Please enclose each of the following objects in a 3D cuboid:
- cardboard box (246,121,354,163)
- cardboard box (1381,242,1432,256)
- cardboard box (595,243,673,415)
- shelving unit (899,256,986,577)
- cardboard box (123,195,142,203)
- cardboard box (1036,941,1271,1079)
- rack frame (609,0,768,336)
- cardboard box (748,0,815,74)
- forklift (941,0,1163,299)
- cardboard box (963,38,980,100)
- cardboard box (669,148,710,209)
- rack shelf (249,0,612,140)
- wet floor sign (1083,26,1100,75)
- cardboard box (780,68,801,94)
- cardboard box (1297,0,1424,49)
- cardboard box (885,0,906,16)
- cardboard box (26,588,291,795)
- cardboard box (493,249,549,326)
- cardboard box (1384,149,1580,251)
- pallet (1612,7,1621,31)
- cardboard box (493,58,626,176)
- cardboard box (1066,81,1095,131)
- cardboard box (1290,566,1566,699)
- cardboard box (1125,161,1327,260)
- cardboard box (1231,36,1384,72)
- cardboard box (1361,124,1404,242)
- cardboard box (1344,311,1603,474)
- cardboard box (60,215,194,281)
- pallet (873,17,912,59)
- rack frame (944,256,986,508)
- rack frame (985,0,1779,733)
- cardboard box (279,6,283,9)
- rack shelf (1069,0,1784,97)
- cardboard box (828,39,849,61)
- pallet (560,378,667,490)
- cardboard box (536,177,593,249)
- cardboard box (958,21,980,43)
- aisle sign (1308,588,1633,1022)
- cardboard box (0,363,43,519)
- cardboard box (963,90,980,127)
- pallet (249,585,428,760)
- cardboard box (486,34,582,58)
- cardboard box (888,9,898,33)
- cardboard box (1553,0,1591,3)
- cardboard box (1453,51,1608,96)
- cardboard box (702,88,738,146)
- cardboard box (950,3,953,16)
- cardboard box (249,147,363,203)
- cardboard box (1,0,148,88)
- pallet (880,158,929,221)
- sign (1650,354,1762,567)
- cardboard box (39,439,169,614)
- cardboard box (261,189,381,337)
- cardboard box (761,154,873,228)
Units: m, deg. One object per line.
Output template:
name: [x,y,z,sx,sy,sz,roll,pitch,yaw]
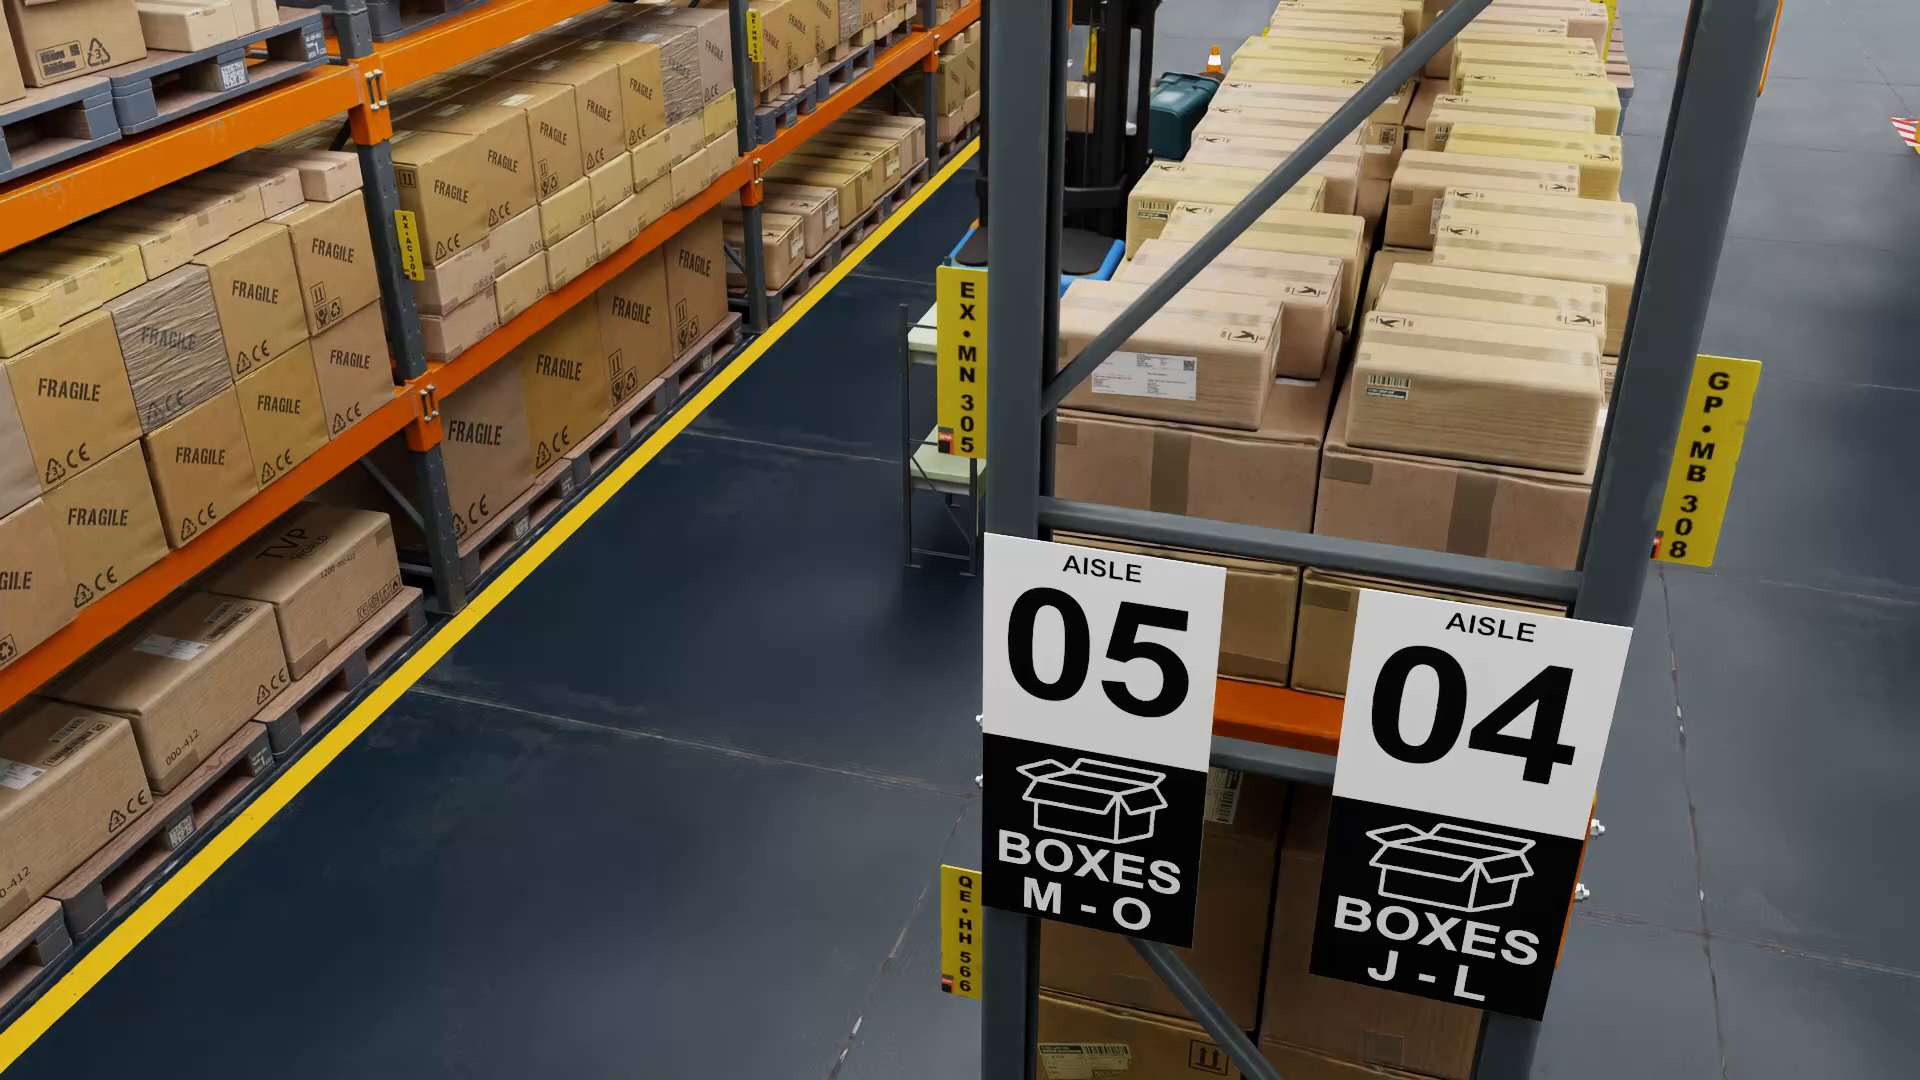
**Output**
cardboard box: [-3.160,-1.737,8.155,0.500,0.500,0.500,9,30,16]
cardboard box: [1.225,-0.601,3.799,0.500,0.250,0.500,9,30,15]
cardboard box: [-2.425,-1.403,10.441,0.875,0.875,0.875,9,30,15]
shelving unit: [0.002,-0.659,8.891,0.431,1.500,0.755,8,30,15]
cardboard box: [-3.487,-1.421,6.920,0.380,0.149,0.250,8,30,14]
cardboard box: [0.422,1.087,3.802,0.500,0.500,0.500,9,30,16]
rack frame: [-1.877,-2.871,11.326,1.000,3.000,0.127,8,30,15]
cardboard box: [-1.378,-3.648,11.881,0.500,0.500,0.500,10,31,17]
forklift: [0.728,-2.627,10.957,1.130,2.935,3.031,7,30,13]
cardboard box: [-0.126,-4.526,15.925,0.500,0.500,0.500,10,31,17]
cardboard box: [-1.912,-2.294,10.443,0.500,0.250,0.500,9,30,16]
rack shelf: [-2.464,-2.938,9.101,1.077,0.370,4.000,8,30,15]
wet floor sign: [1.550,-5.496,18.466,0.267,0.644,0.232,20,35,32]
cardboard box: [-1.365,-3.317,11.953,0.380,0.149,0.250,7,30,12]
cardboard box: [1.262,-1.644,5.264,0.380,0.149,0.250,8,30,14]
cardboard box: [-0.764,-4.609,13.610,0.500,0.500,0.500,9,30,15]
cardboard box: [-3.600,0.616,7.260,0.875,0.438,0.875,8,30,13]
cardboard box: [-2.519,-1.354,8.753,0.500,0.250,0.500,8,30,14]
cardboard box: [1.137,-0.729,3.620,0.380,0.149,0.250,9,30,16]
pallet: [2.295,-2.336,7.471,1.213,0.211,1.003,8,30,15]
cardboard box: [-2.229,-2.371,9.295,0.500,0.500,0.500,8,30,14]
cardboard box: [1.007,-3.729,14.660,0.500,0.500,0.500,8,30,15]
cardboard box: [0.912,0.088,3.074,0.500,0.250,0.500,10,30,17]
cardboard box: [0.568,-0.687,3.543,0.380,0.149,0.250,9,30,16]
cardboard box: [0.962,-1.286,4.621,0.380,0.149,0.250,10,31,17]
cardboard box: [0.889,-0.917,4.367,0.500,0.250,0.500,7,30,13]
cardboard box: [0.849,-0.250,2.759,0.380,0.149,0.250,8,30,14]
cardboard box: [-3.197,-1.125,6.388,0.380,0.149,0.250,8,30,14]
pallet: [-1.067,-4.312,14.113,1.003,0.211,1.213,8,30,15]
rack frame: [0.109,-0.829,9.197,0.400,1.500,0.023,8,30,15]
rack frame: [0.536,-1.116,1.999,1.000,3.000,0.127,8,30,15]
cardboard box: [-5.941,-4.375,13.670,0.500,0.250,0.500,8,30,14]
rack shelf: [1.123,-1.729,3.846,1.077,0.370,4.000,8,30,15]
cardboard box: [-1.083,-3.814,12.847,0.380,0.149,0.250,9,30,16]
pallet: [-2.541,-0.732,10.349,1.003,0.211,1.213,8,30,15]
cardboard box: [-2.353,-1.807,9.052,0.500,0.250,0.500,9,30,16]
cardboard box: [-0.029,-4.848,15.836,0.380,0.149,0.250,10,31,17]
aisle sign: [0.802,0.447,2.688,0.394,0.787,0.004,8,30,15]
cardboard box: [-3.524,-0.298,5.569,0.500,0.500,0.500,8,30,14]
cardboard box: [-0.126,-4.198,16.106,0.500,0.250,0.500,10,31,18]
pallet: [-3.349,0.548,8.047,1.003,0.211,1.213,8,30,15]
cardboard box: [-2.559,-2.688,9.864,0.500,0.500,0.500,9,30,16]
cardboard box: [-0.726,-4.280,13.686,0.380,0.149,0.250,8,30,14]
cardboard box: [1.812,-1.682,5.333,0.380,0.149,0.250,9,30,16]
cardboard box: [1.525,-1.202,4.469,0.380,0.149,0.250,8,30,15]
cardboard box: [-1.776,-2.763,10.771,0.500,0.250,0.500,8,30,15]
cardboard box: [-0.279,-4.846,15.134,0.380,0.149,0.250,9,30,16]
cardboard box: [-2.837,-1.588,7.220,0.380,0.149,0.250,8,30,14]
cardboard box: [-3.416,-1.964,5.969,0.797,0.503,0.637,11,31,19]
pallet: [-0.930,-3.150,14.695,1.003,0.211,1.213,8,30,15]
sign: [1.055,-0.110,2.377,0.100,0.325,0.005,8,30,15]
cardboard box: [-3.391,-0.087,6.219,0.500,0.500,0.500,10,30,17]
cardboard box: [-2.926,-1.234,7.252,0.500,0.500,0.500,8,30,14]
cardboard box: [-1.265,-2.863,13.583,0.950,0.372,0.625,10,30,17]
